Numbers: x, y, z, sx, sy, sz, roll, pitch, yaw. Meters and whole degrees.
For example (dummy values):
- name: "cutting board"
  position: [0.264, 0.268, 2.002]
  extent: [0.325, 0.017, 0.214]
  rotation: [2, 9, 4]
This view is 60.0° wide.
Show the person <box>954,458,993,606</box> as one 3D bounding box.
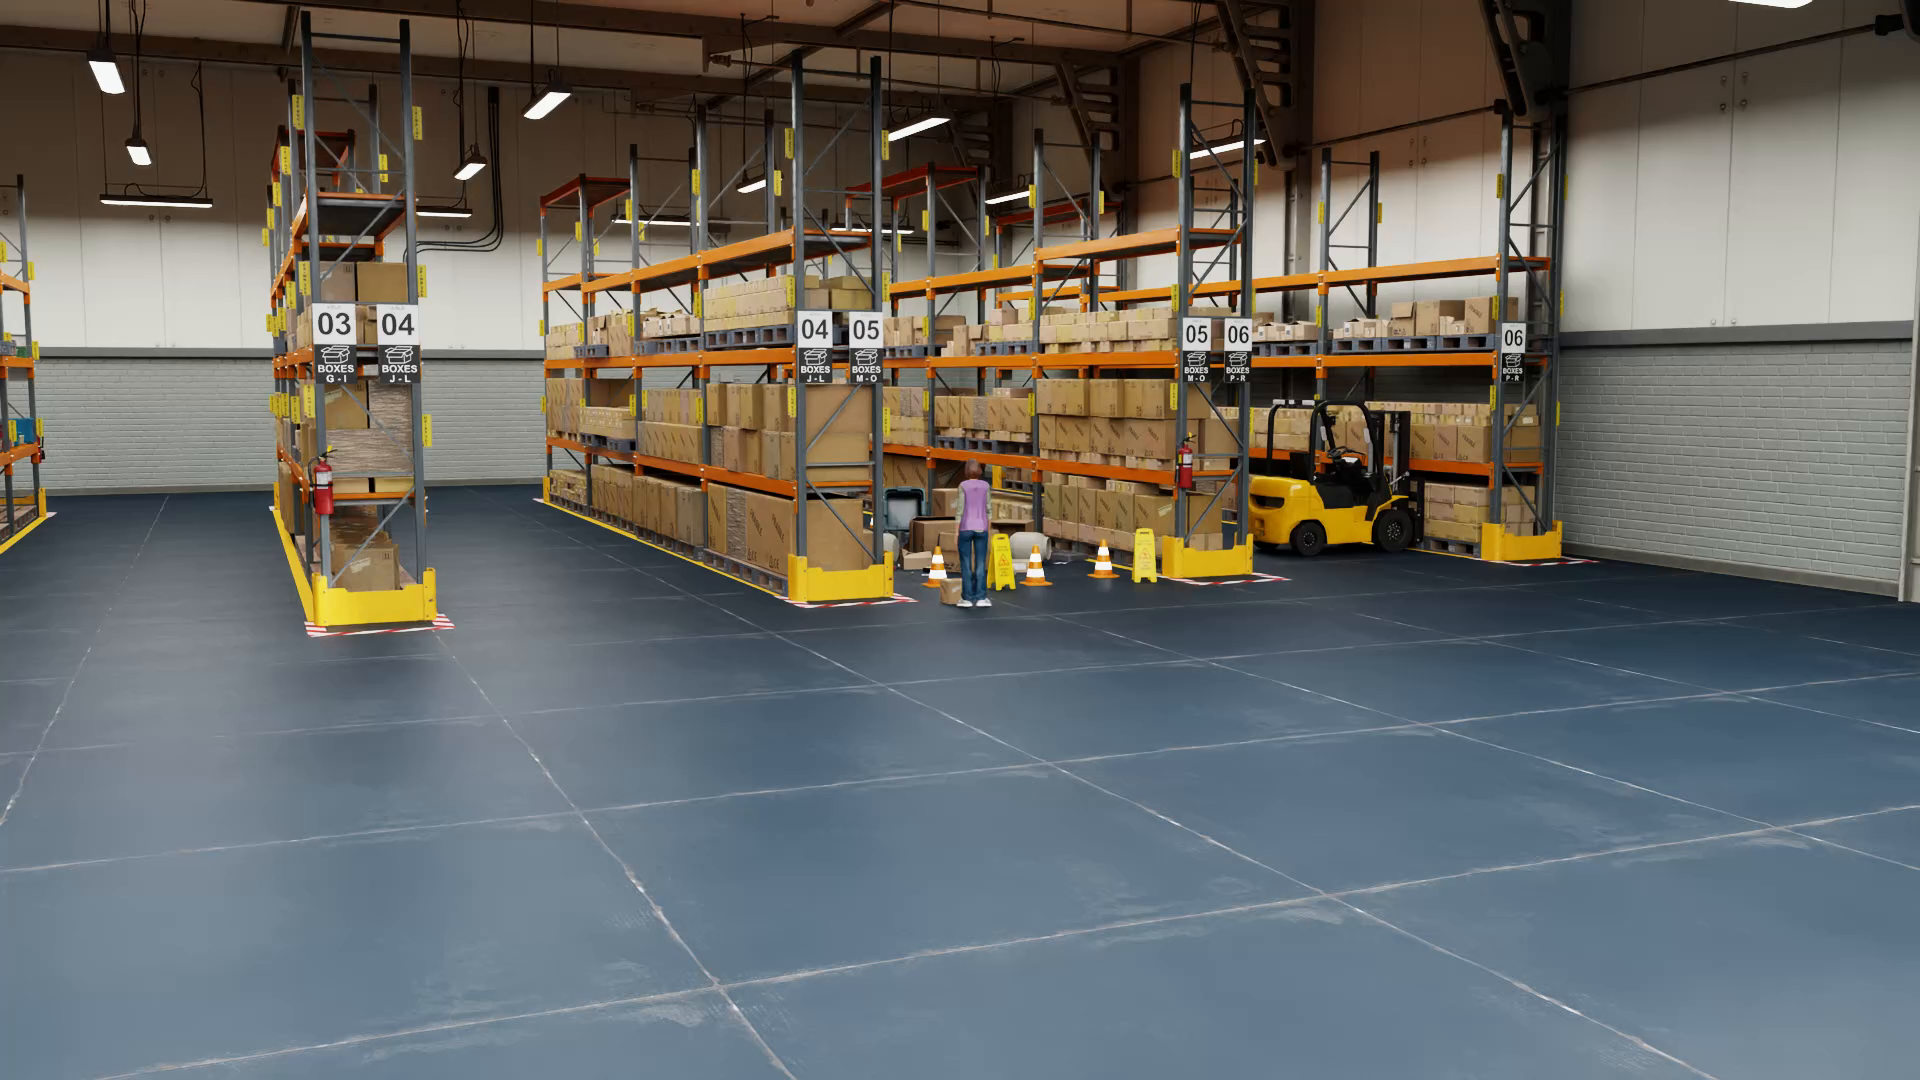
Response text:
- name: "person"
  position: [0.142, -0.079, 17.823]
  extent: [0.439, 1.599, 0.348]
  rotation: [-2, 6, -16]
